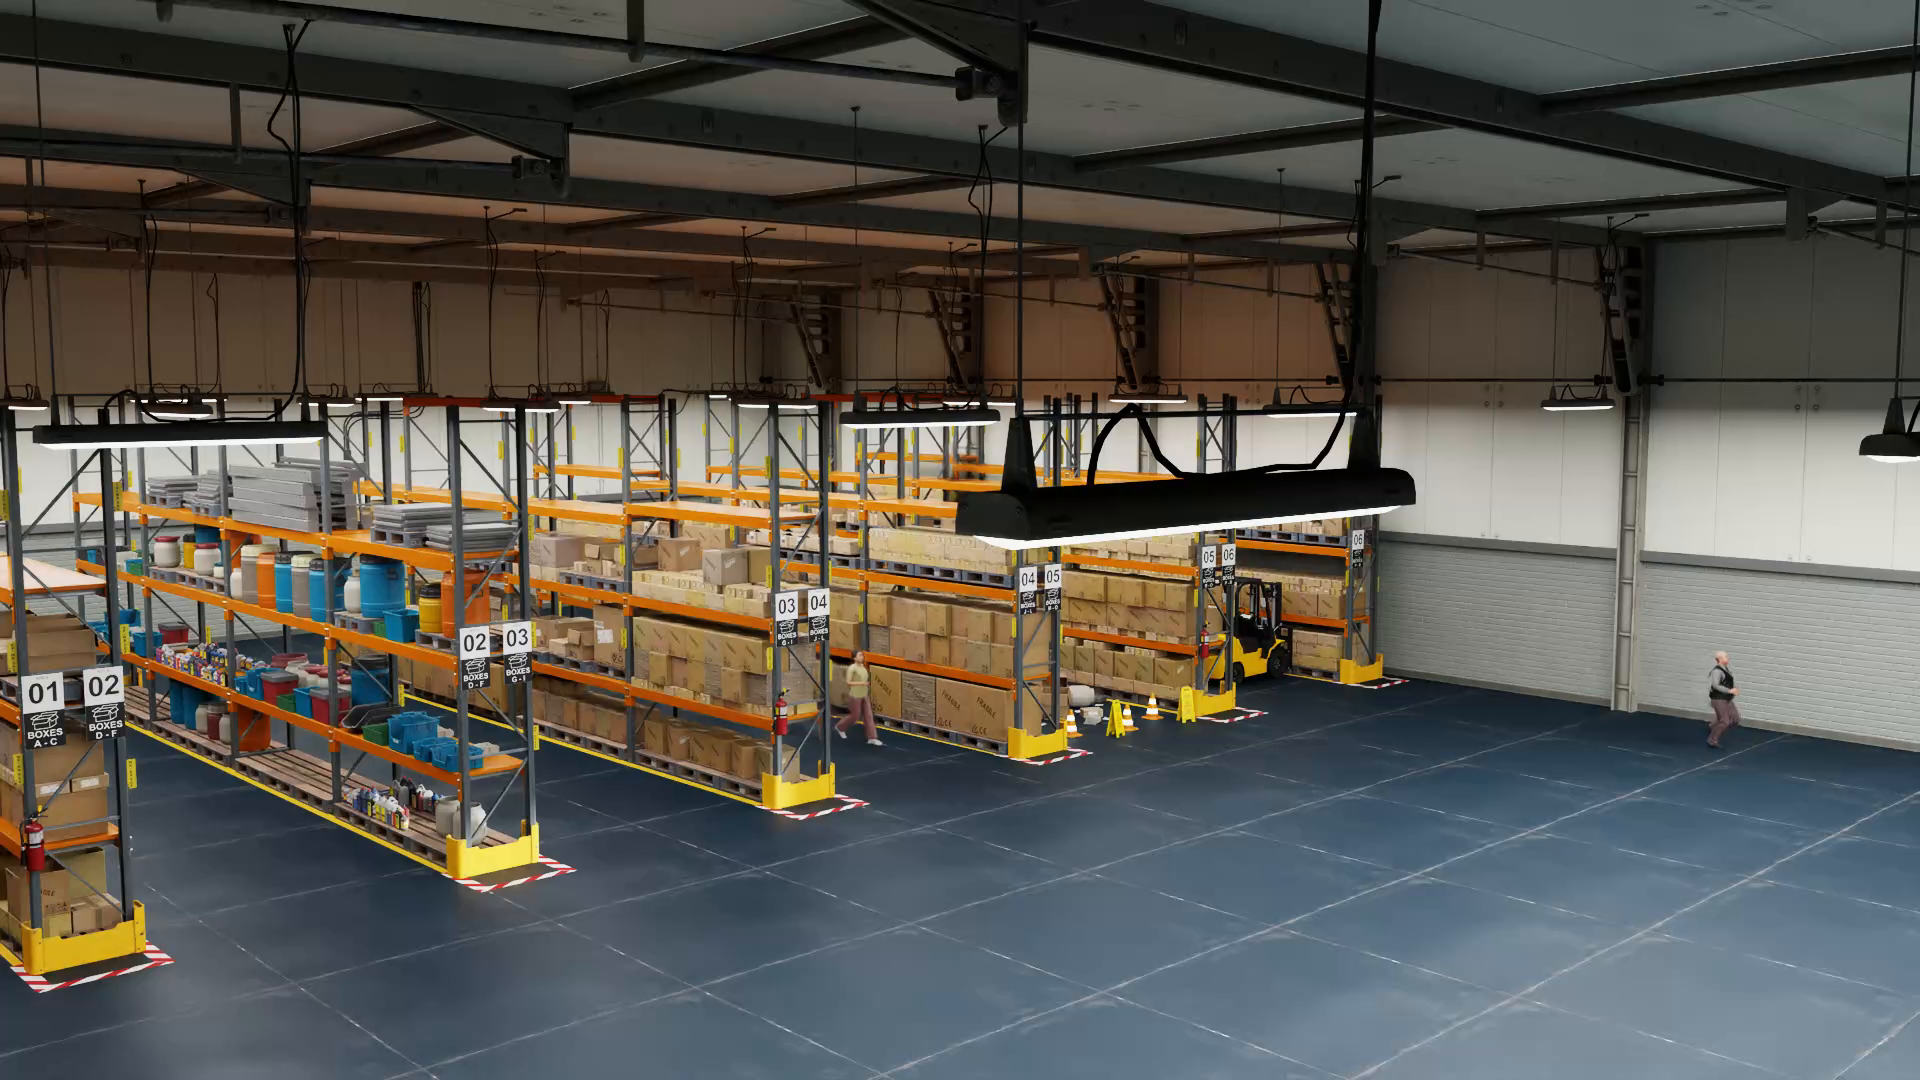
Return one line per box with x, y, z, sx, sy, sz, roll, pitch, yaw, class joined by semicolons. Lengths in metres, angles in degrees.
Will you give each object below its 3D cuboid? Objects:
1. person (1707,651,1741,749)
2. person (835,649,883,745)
13.097;2.742;28.498;0.568;1.680;0.653;4;7;39;person
-1.743;2.693;28.687;0.990;1.639;0.580;4;7;35;person
